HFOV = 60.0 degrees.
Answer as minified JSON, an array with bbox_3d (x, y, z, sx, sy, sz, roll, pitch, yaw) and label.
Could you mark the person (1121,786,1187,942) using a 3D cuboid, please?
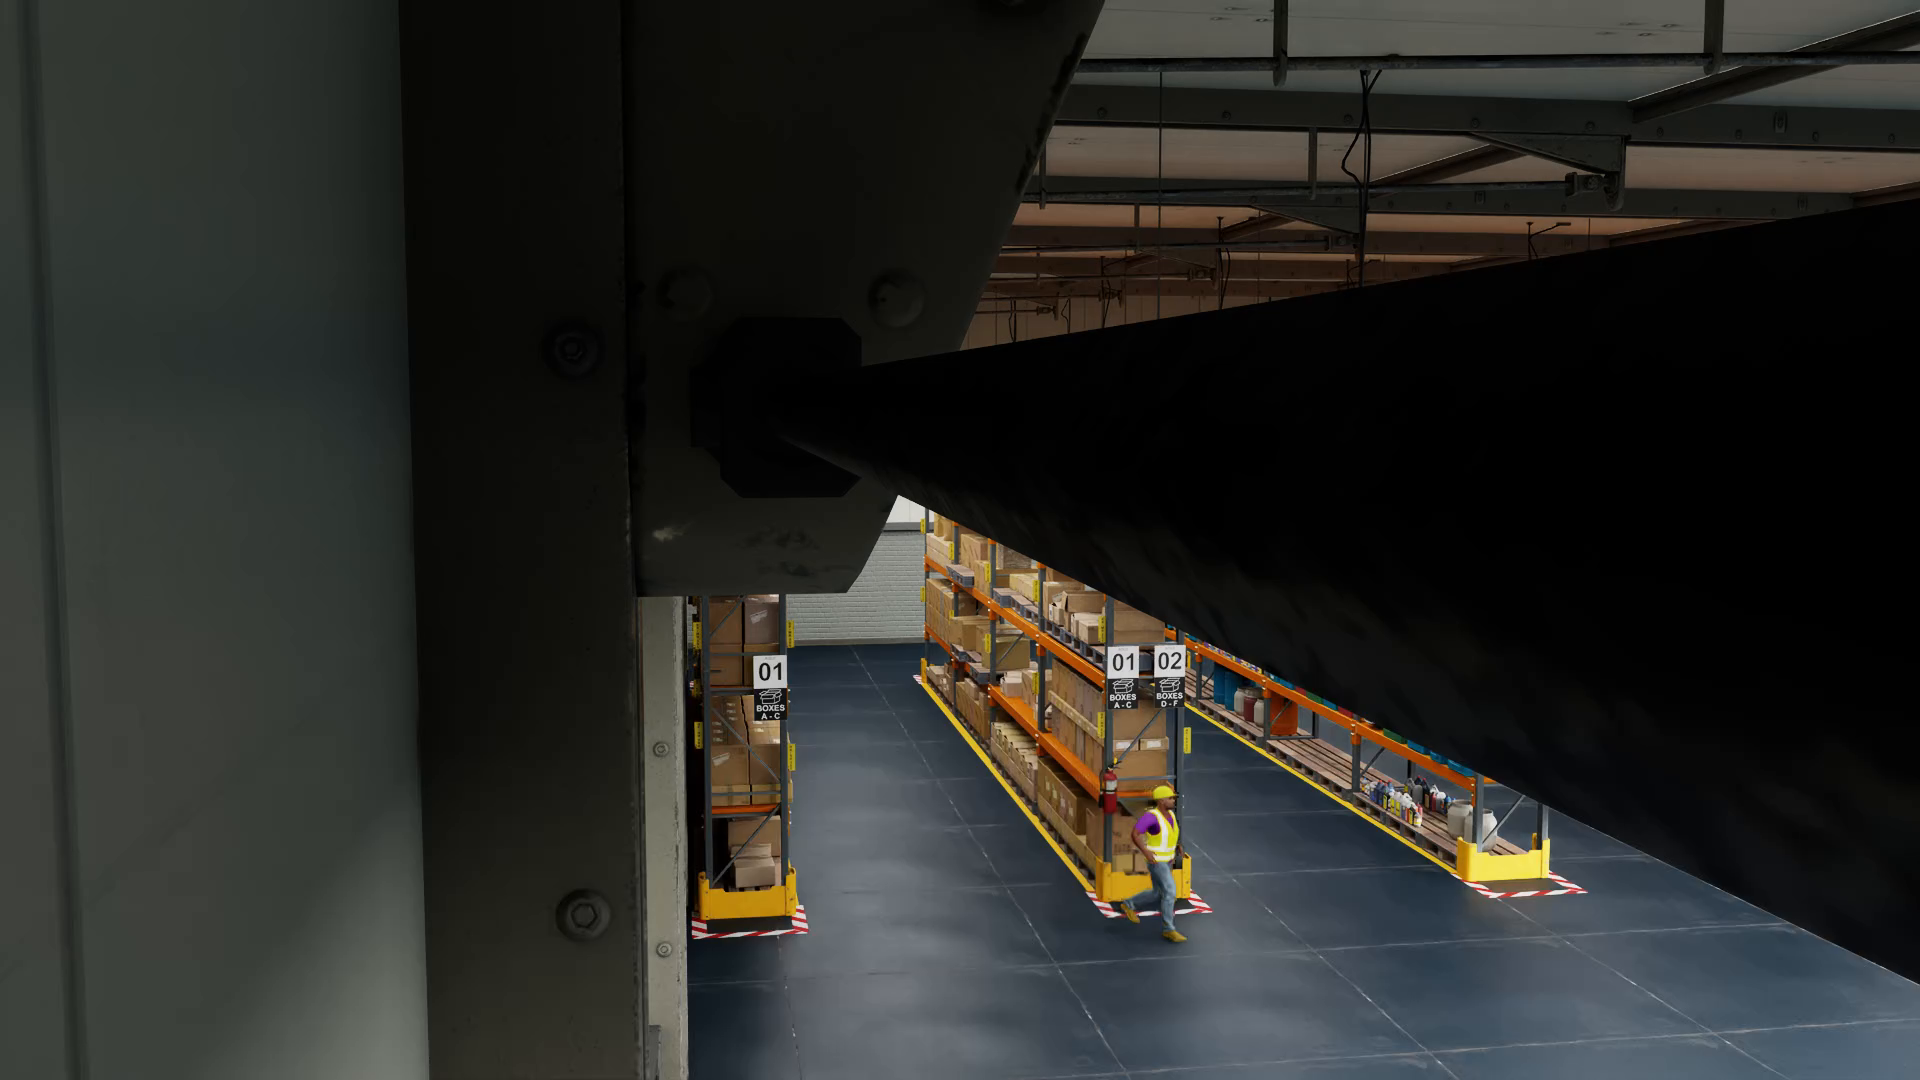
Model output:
[{"bbox_3d":[2.311,3.753,19.525,0.902,1.753,0.727,3,6,31],"label":"person"}]
